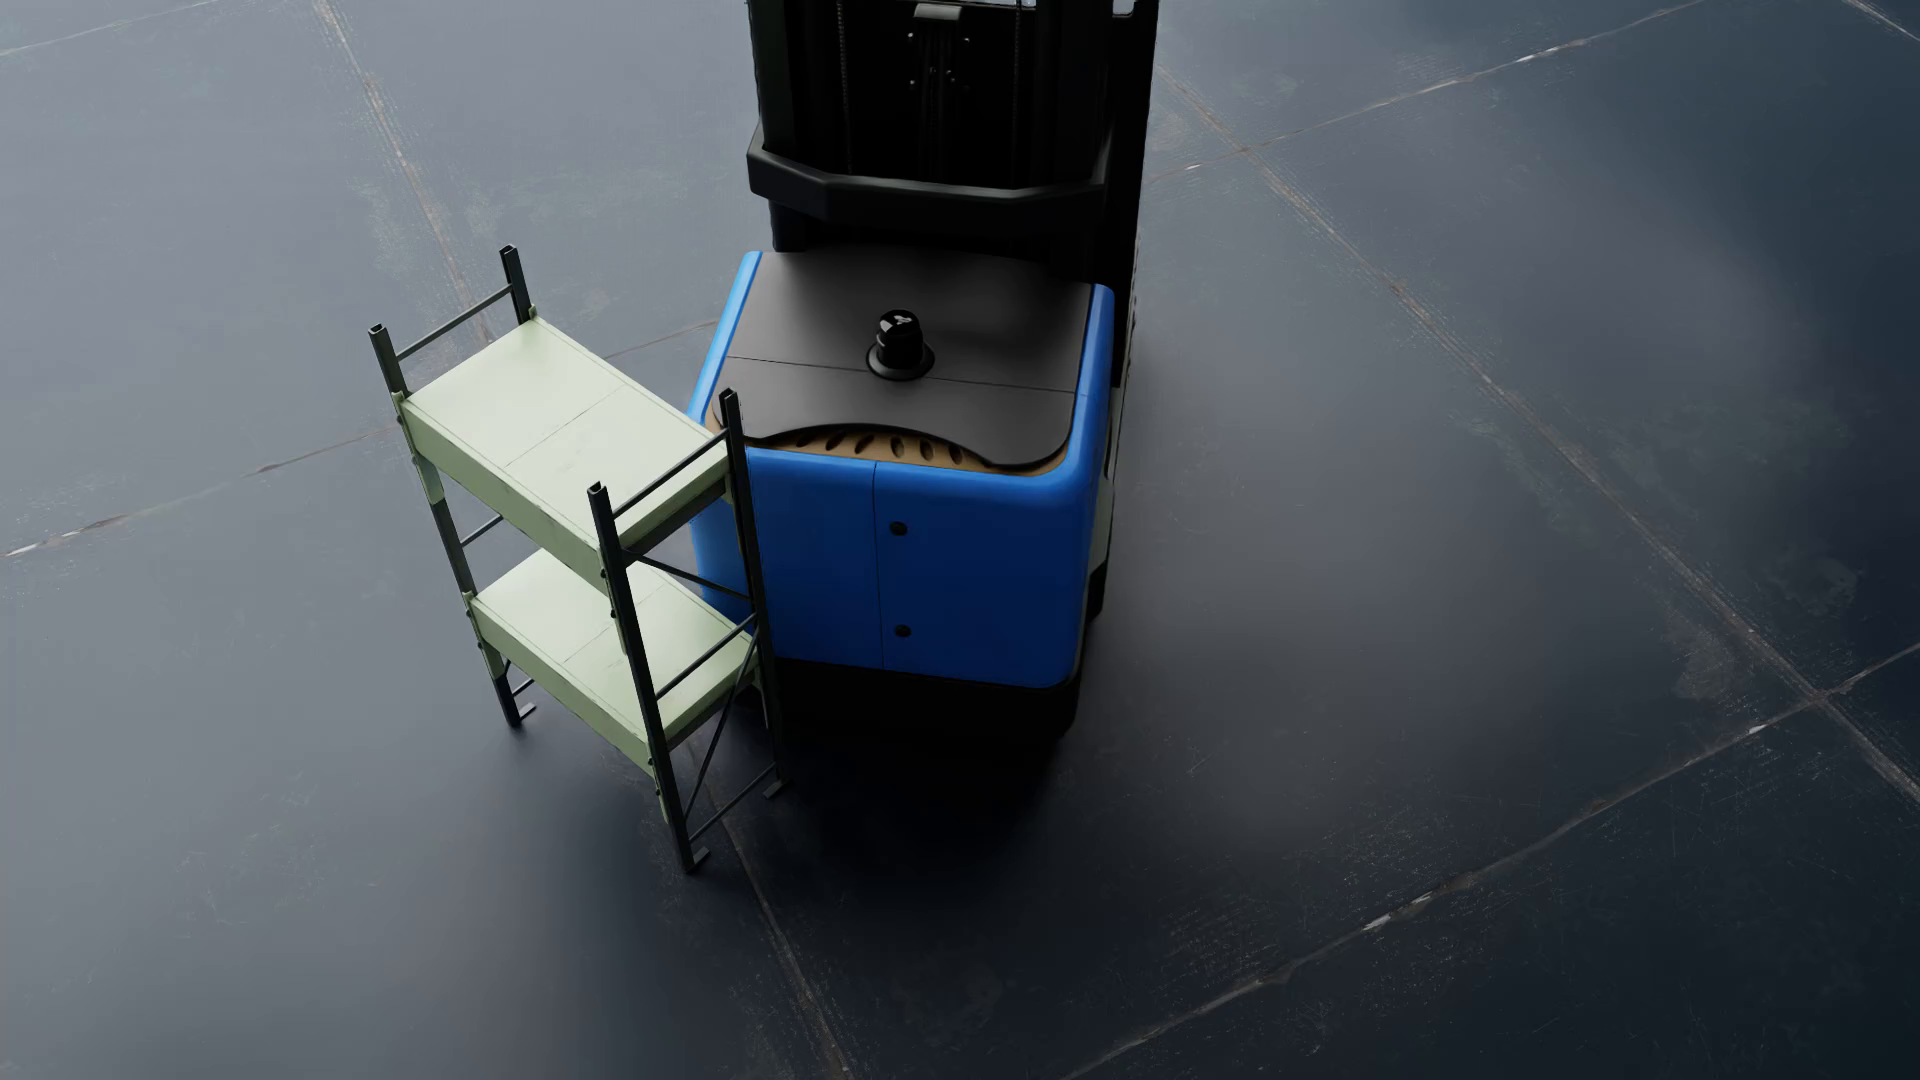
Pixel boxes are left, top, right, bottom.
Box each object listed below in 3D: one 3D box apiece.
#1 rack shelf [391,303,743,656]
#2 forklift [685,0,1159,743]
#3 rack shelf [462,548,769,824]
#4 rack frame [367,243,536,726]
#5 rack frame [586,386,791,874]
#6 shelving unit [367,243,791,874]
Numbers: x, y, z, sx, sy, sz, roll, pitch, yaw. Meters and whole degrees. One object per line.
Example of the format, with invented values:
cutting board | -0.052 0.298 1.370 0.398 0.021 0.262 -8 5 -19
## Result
rack shelf | -0.890 -0.153 3.869 0.720 0.370 0.431 33 57 26
forklift | 0.016 -1.524 4.636 1.130 2.935 3.031 6 49 6
rack shelf | -0.890 0.319 4.408 0.720 0.370 0.431 33 57 26
rack frame | -1.166 -0.077 4.321 0.023 1.500 0.400 33 57 26
rack frame | -0.613 0.284 4.005 0.023 1.500 0.400 33 57 26
shelving unit | -0.890 0.104 4.163 0.755 1.500 0.431 33 57 26
